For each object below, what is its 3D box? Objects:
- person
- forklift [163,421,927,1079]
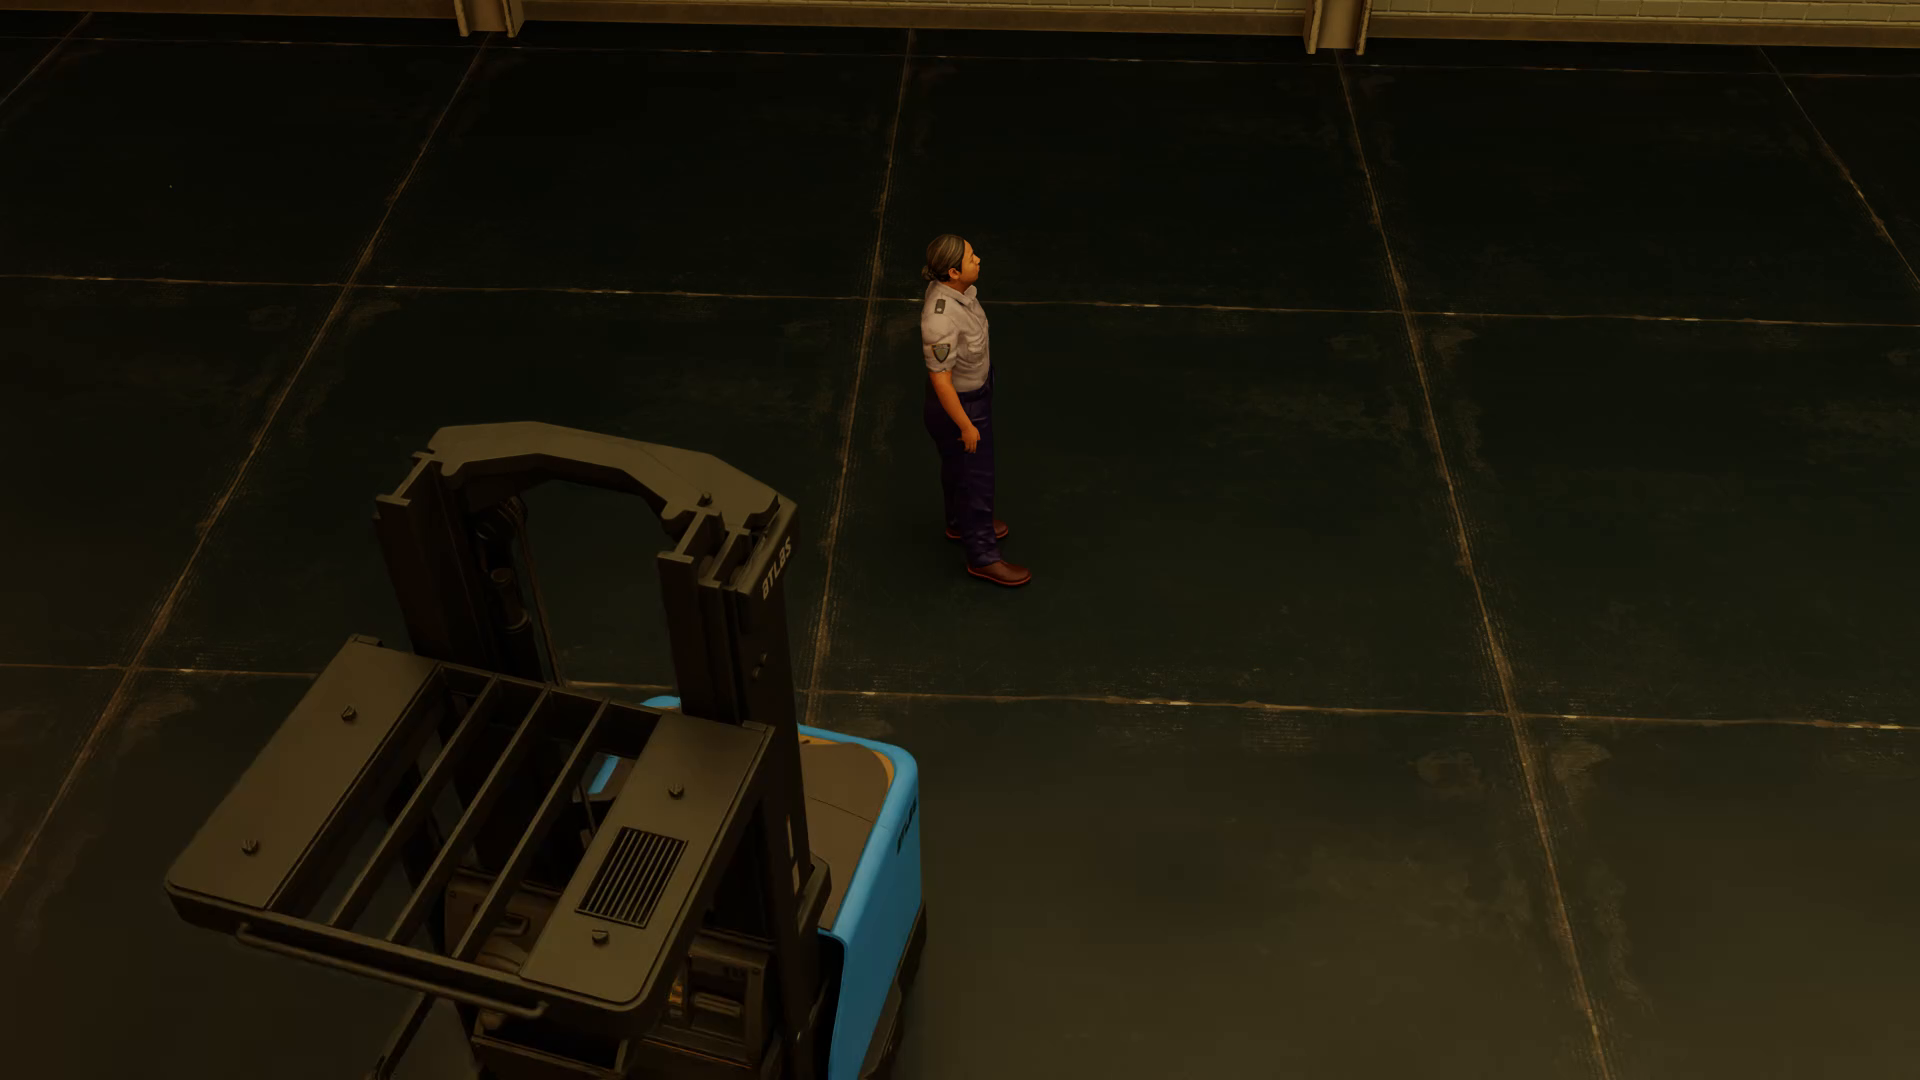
[{"bbox_3d":[0.088,-0.596,7.335,0.503,1.651,0.598,2,42,2],"label":"person"},{"bbox_3d":[-1.020,1.278,4.342,1.130,2.935,3.031,11,44,12],"label":"forklift"}]
